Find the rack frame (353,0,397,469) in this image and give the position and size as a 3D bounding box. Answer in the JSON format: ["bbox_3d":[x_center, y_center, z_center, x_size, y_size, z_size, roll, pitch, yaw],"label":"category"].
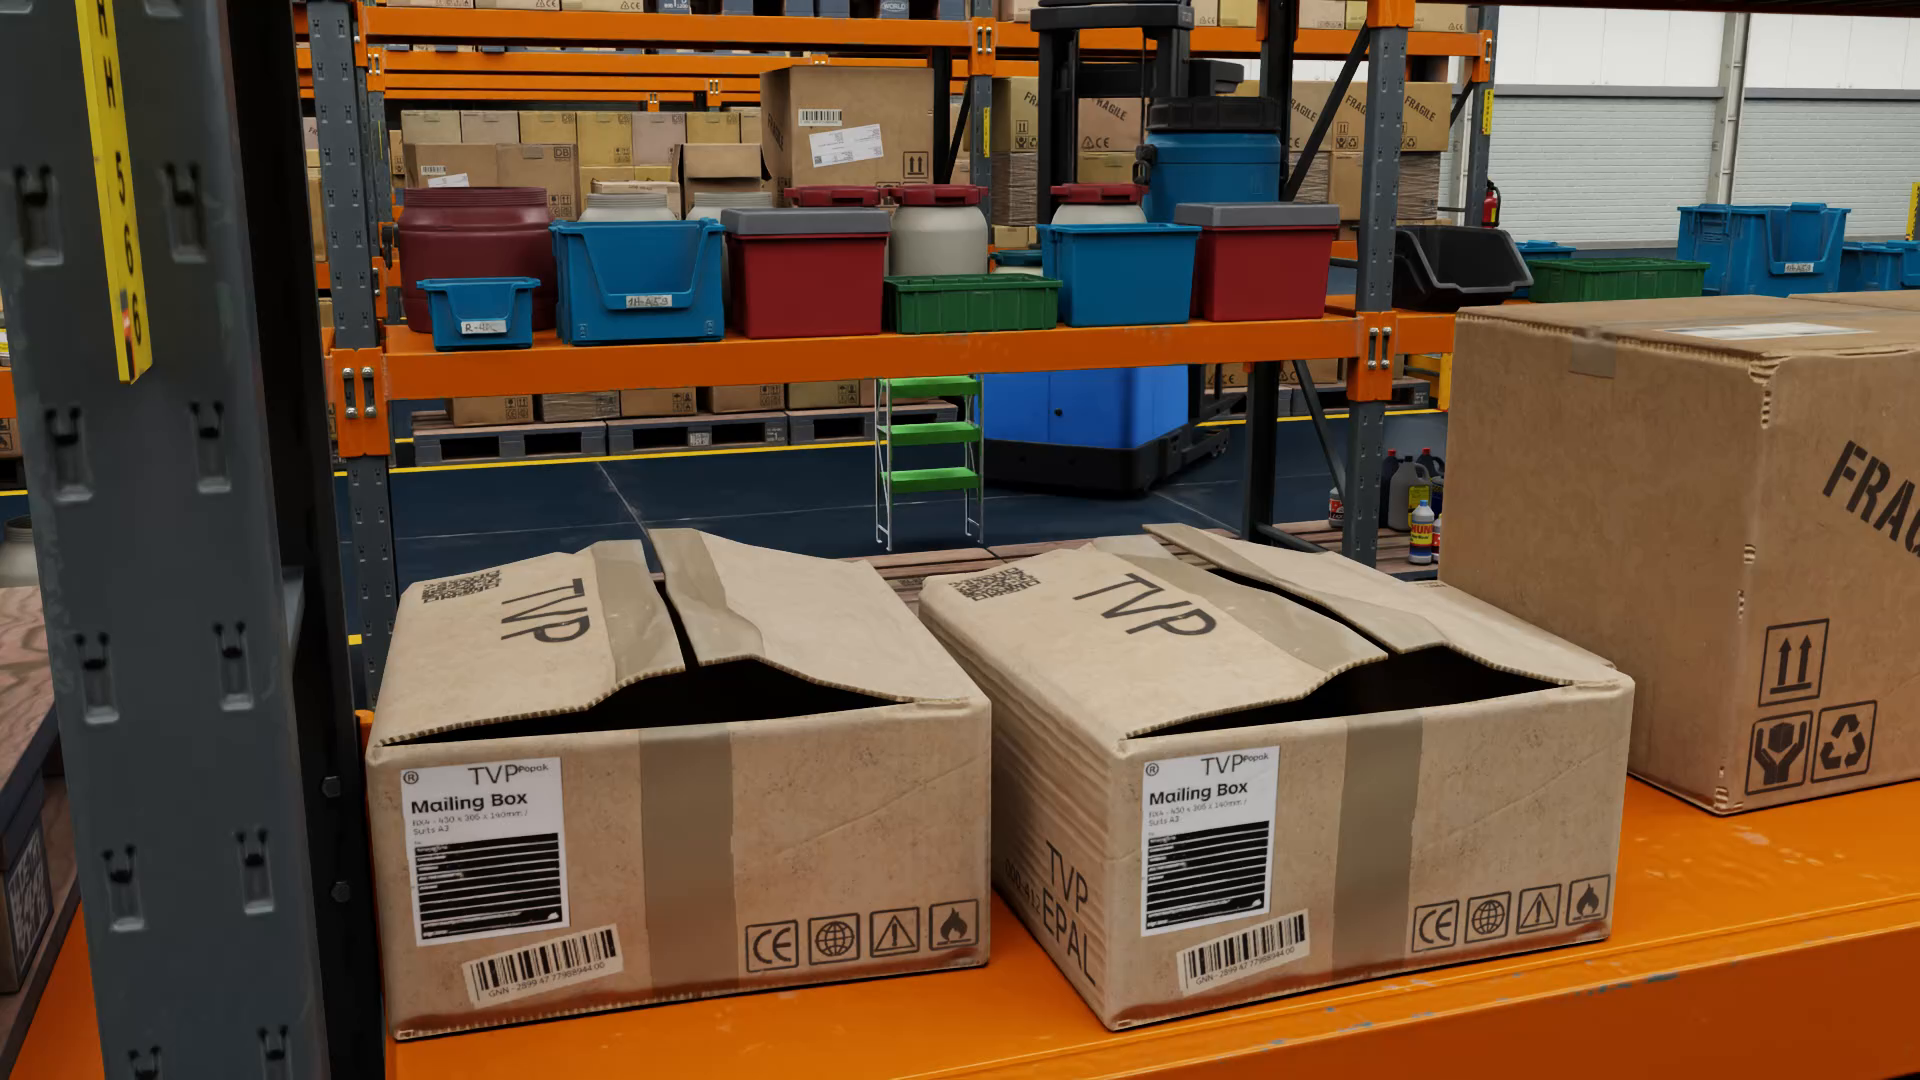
[{"bbox_3d":[-3.793,-2.017,10.640,0.127,3.000,1.000,-4,14,-18],"label":"rack frame"}]

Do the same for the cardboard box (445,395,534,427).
[{"bbox_3d":[-3.164,-1.069,11.104,0.500,0.500,0.700,-5,14,-21],"label":"cardboard box"}]

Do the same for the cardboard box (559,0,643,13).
[{"bbox_3d":[-2.295,-3.460,10.548,0.500,0.250,0.500,-4,14,-17],"label":"cardboard box"}]

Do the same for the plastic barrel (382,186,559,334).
[{"bbox_3d":[-1.870,-1.097,6.480,0.708,0.536,0.600,-4,14,-18],"label":"plastic barrel"}]

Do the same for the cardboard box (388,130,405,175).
[{"bbox_3d":[-6.453,-4.570,19.609,0.500,0.500,0.500,-5,14,-20],"label":"cardboard box"}]

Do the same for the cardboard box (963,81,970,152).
[{"bbox_3d":[0.337,-3.085,12.113,0.500,0.500,0.500,-4,14,-18],"label":"cardboard box"}]

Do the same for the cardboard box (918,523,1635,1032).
[{"bbox_3d":[0.273,0.176,1.614,0.500,0.311,0.500,-5,14,-19],"label":"cardboard box"}]

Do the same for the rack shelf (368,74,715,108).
[{"bbox_3d":[-5.058,-5.447,20.134,4.000,0.370,1.077,-4,14,-18],"label":"rack shelf"}]

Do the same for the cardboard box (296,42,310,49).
[{"bbox_3d":[-5.739,-4.522,14.474,0.500,0.500,0.500,-4,14,-18],"label":"cardboard box"}]

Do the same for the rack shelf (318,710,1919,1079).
[{"bbox_3d":[1.259,0.358,2.208,4.000,0.370,1.077,-4,14,-18],"label":"rack shelf"}]

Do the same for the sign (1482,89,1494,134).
[{"bbox_3d":[3.948,-3.201,12.433,0.005,0.325,0.100,-4,14,-18],"label":"sign"}]

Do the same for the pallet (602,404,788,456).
[{"bbox_3d":[-1.897,-0.807,11.578,1.213,0.211,1.003,-4,14,-18],"label":"pallet"}]

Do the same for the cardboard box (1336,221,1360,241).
[{"bbox_3d":[2.886,-2.356,12.607,0.250,0.149,0.380,-4,14,-18],"label":"cardboard box"}]

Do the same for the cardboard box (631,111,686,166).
[{"bbox_3d":[-2.922,-3.829,15.881,0.500,0.500,0.700,-4,14,-18],"label":"cardboard box"}]

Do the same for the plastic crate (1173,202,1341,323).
[{"bbox_3d":[1.217,-1.154,6.874,0.583,0.464,0.402,-4,14,-18],"label":"plastic crate"}]

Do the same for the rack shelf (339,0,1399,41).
[{"bbox_3d":[-0.317,-2.187,6.430,4.000,0.370,1.077,-4,14,-18],"label":"rack shelf"}]

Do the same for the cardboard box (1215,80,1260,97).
[{"bbox_3d":[1.924,-3.083,12.101,0.500,0.500,0.500,-4,14,-18],"label":"cardboard box"}]

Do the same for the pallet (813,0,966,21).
[{"bbox_3d":[-0.621,-3.658,11.462,1.003,0.211,1.213,-4,14,-18],"label":"pallet"}]

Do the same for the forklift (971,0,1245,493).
[{"bbox_3d":[1.146,-1.998,10.709,1.130,2.935,3.031,6,15,24],"label":"forklift"}]

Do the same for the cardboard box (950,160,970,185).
[{"bbox_3d":[-0.078,-3.570,16.844,0.550,0.550,0.875,-4,14,-18],"label":"cardboard box"}]

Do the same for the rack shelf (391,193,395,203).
[{"bbox_3d":[-6.644,-5.076,25.057,4.000,0.370,1.077,-4,14,-18],"label":"rack shelf"}]

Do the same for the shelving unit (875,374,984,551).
[{"bbox_3d":[-0.157,-0.571,8.453,0.503,1.200,0.258,-4,14,-18],"label":"shelving unit"}]

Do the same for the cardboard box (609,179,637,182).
[{"bbox_3d":[-2.298,-2.338,11.373,0.258,0.266,0.396,-5,14,-20],"label":"cardboard box"}]

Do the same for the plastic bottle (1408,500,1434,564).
[{"bbox_3d":[2.020,-0.040,7.273,0.097,0.271,0.097,0,13,0],"label":"plastic bottle"}]

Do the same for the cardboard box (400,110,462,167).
[{"bbox_3d":[-4.850,-3.678,15.247,0.500,0.500,0.700,-5,14,-18],"label":"cardboard box"}]

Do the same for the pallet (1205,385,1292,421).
[{"bbox_3d":[1.782,-1.104,12.827,1.213,0.211,1.003,-4,14,-18],"label":"pallet"}]

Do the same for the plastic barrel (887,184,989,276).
[{"bbox_3d":[-0.094,-1.215,6.976,0.433,0.535,0.433,0,13,0],"label":"plastic barrel"}]

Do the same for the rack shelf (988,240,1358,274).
[{"bbox_3d":[1.894,-2.110,12.585,4.000,0.370,1.077,-4,14,-18],"label":"rack shelf"}]

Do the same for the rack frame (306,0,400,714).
[{"bbox_3d":[-2.213,-0.931,6.073,0.127,3.000,1.000,-4,14,-18],"label":"rack frame"}]

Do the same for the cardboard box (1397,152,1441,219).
[{"bbox_3d":[3.260,-2.766,12.931,0.500,0.500,0.875,-4,14,-18],"label":"cardboard box"}]

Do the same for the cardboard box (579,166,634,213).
[{"bbox_3d":[-3.335,-3.246,15.592,0.500,0.500,0.500,-5,14,-19],"label":"cardboard box"}]

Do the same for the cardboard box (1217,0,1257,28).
[{"bbox_3d":[1.978,-3.791,11.939,0.500,0.250,0.500,-5,14,-19],"label":"cardboard box"}]

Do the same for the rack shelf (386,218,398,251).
[{"bbox_3d":[-3.383,-2.910,15.948,4.000,0.370,1.077,-4,14,-18],"label":"rack shelf"}]

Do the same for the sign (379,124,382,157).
[{"bbox_3d":[-5.097,-3.519,14.622,0.005,0.325,0.100,-4,14,-18],"label":"sign"}]

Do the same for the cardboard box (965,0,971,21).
[{"bbox_3d":[0.347,-3.789,11.933,0.500,0.250,0.500,-4,14,-16],"label":"cardboard box"}]

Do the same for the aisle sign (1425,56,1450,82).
[{"bbox_3d":[3.753,-3.942,13.117,0.004,0.787,0.394,-4,14,-18],"label":"aisle sign"}]

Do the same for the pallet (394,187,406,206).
[{"bbox_3d":[-6.312,-4.173,20.119,1.003,0.211,1.213,-4,14,-18],"label":"pallet"}]

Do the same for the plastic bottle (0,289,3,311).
[{"bbox_3d":[-3.525,-0.862,6.035,0.133,0.283,0.061,-4,14,-18],"label":"plastic bottle"}]

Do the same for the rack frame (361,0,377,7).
[{"bbox_3d":[-5.279,-6.031,14.550,0.127,3.000,1.000,-4,14,-18],"label":"rack frame"}]

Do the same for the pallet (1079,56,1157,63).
[{"bbox_3d":[1.604,-5.062,17.150,1.213,0.211,1.003,-4,14,-18],"label":"pallet"}]

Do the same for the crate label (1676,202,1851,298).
[{"bbox_3d":[3.711,-1.343,7.731,0.616,0.435,0.502,-4,14,-18],"label":"crate label"}]

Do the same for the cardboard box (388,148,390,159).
[{"bbox_3d":[-8.144,-5.602,24.094,0.250,0.149,0.380,-4,14,-16],"label":"cardboard box"}]

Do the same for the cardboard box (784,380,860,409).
[{"bbox_3d":[-1.048,-1.238,11.818,0.500,0.500,0.700,-5,14,-18],"label":"cardboard box"}]

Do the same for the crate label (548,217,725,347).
[{"bbox_3d":[-1.185,-0.962,6.128,0.616,0.435,0.502,-4,14,-18],"label":"crate label"}]

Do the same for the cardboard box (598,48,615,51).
[{"bbox_3d":[-4.151,-5.965,20.173,0.500,0.250,0.500,-4,14,-17],"label":"cardboard box"}]

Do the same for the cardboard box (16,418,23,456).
[{"bbox_3d":[-5.301,-1.077,10.373,0.875,0.875,1.225,-4,14,-18],"label":"cardboard box"}]

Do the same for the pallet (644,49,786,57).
[{"bbox_3d":[-2.341,-4.695,15.831,1.217,0.209,0.805,-5,14,-20],"label":"pallet"}]

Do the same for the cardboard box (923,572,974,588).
[{"bbox_3d":[0.128,0.151,2.067,0.250,0.149,0.380,-4,14,-18],"label":"cardboard box"}]

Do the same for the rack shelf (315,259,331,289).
[{"bbox_3d":[-5.688,-1.519,10.102,4.000,0.370,1.077,-4,14,-18],"label":"rack shelf"}]

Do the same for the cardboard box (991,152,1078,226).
[{"bbox_3d":[0.445,-2.525,11.917,0.500,0.500,0.875,-4,14,-18],"label":"cardboard box"}]

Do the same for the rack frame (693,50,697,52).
[{"bbox_3d":[-3.162,-7.404,20.324,0.127,3.000,1.000,-4,14,-18],"label":"rack frame"}]

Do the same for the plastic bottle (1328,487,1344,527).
[{"bbox_3d":[1.823,-0.174,7.987,0.097,0.201,0.097,0,13,0],"label":"plastic bottle"}]

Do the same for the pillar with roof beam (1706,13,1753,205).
[{"bbox_3d":[16.528,-9.318,28.371,0.400,9.000,9.100,-4,14,-18],"label":"pillar with roof beam"}]

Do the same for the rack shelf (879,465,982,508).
[{"bbox_3d":[-0.157,-0.276,8.523,0.480,0.148,0.258,-4,14,-18],"label":"rack shelf"}]
